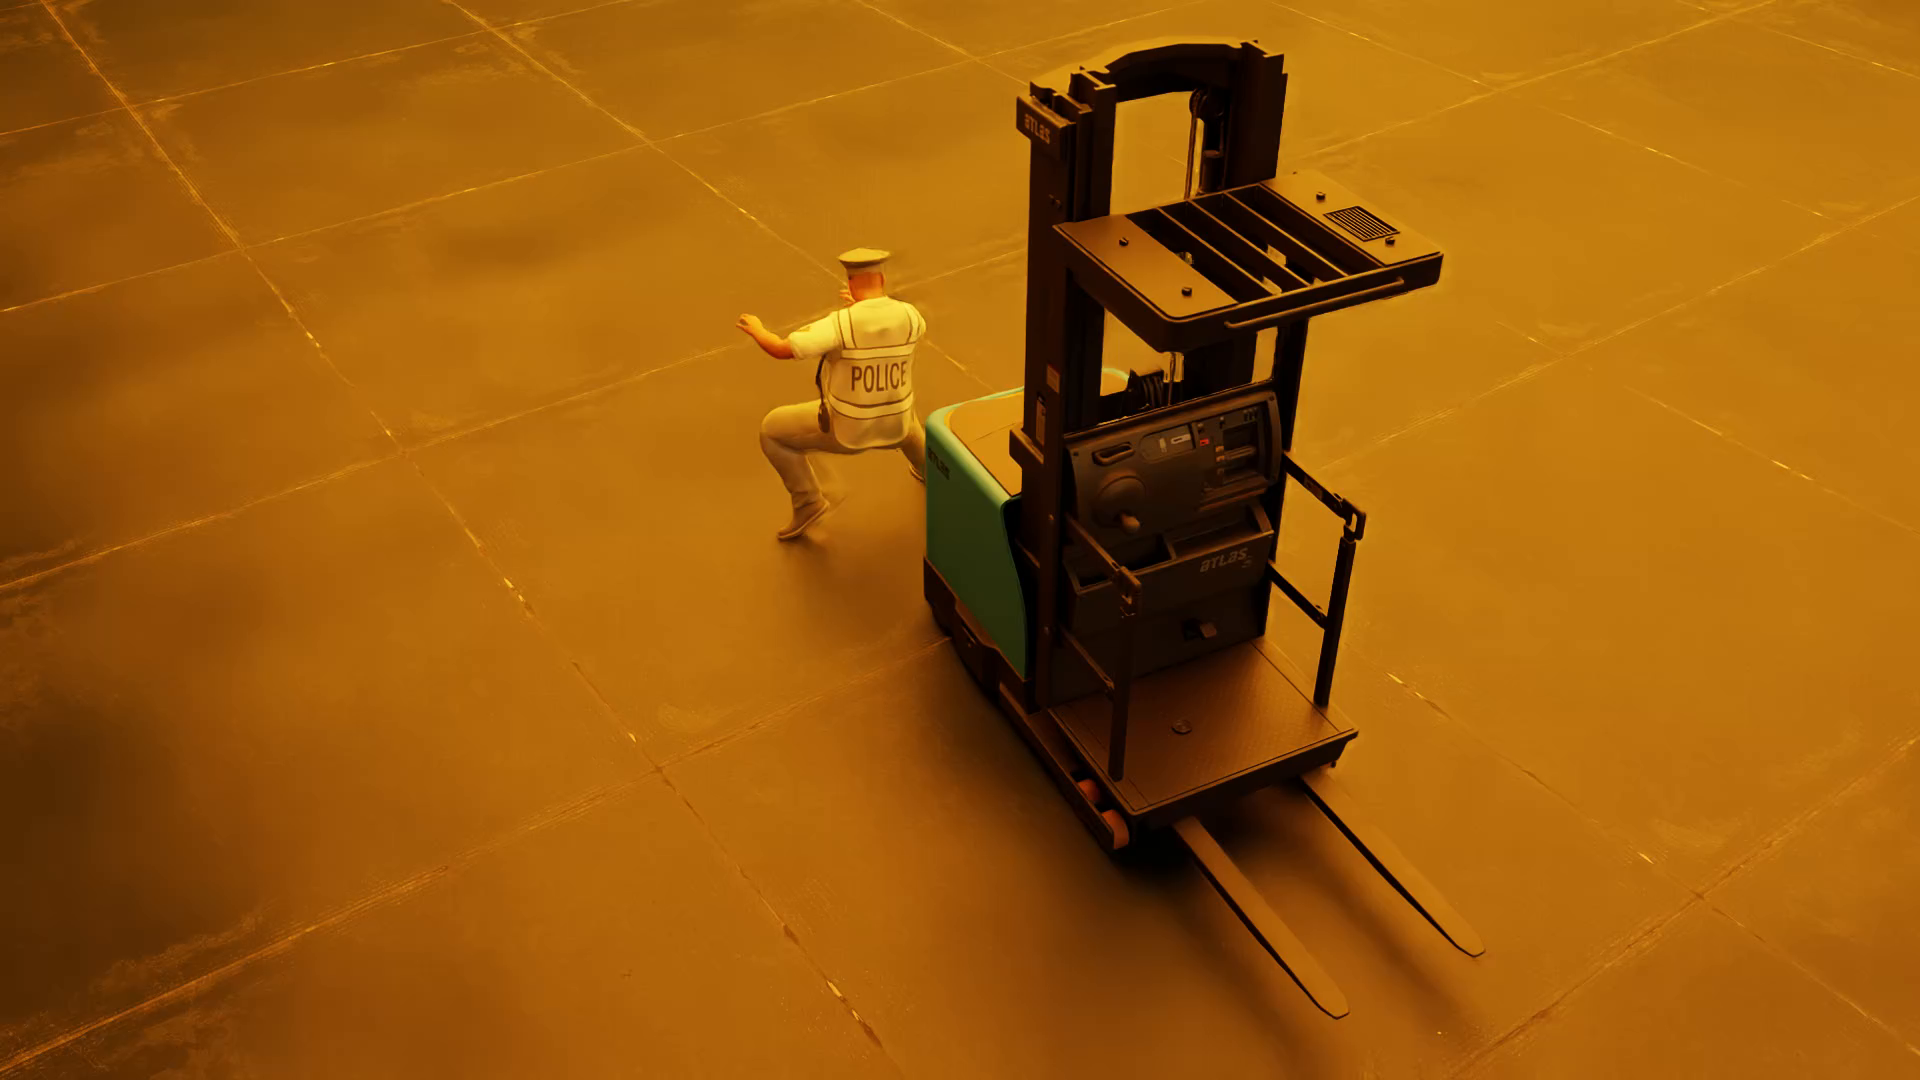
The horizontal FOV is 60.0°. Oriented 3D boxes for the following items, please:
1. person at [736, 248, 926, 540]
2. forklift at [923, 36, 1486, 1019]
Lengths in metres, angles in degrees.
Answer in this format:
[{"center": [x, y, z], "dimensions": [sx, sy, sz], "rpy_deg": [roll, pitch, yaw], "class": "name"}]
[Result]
[{"center": [-0.513, -0.750, 8.180], "dimensions": [1.013, 1.524, 0.785], "rpy_deg": [-15, 39, -20], "class": "person"}, {"center": [0.934, -0.228, 6.253], "dimensions": [1.130, 2.935, 3.031], "rpy_deg": [-16, 40, -21], "class": "forklift"}]
